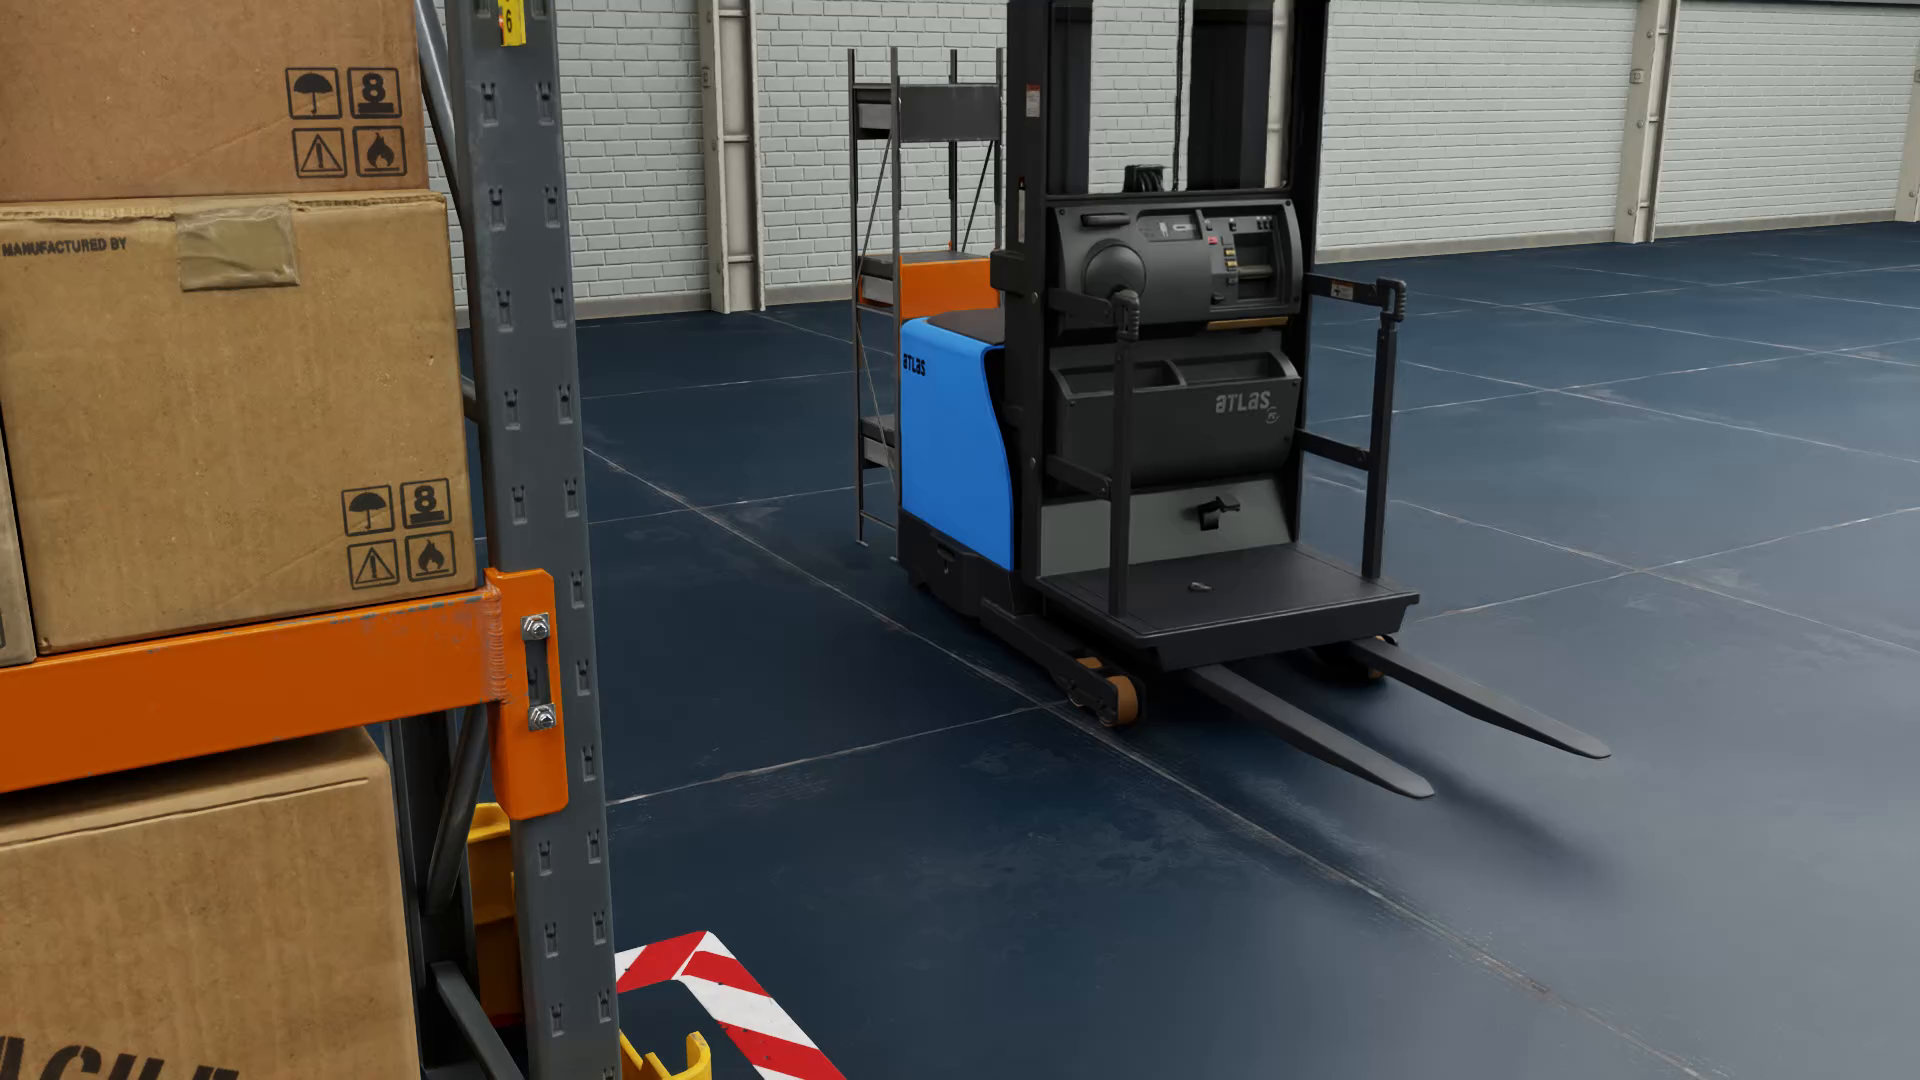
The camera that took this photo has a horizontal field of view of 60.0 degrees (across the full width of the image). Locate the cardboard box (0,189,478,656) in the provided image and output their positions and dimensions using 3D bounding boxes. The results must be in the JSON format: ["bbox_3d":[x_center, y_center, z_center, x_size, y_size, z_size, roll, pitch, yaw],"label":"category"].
[{"bbox_3d":[-1.135,-0.256,2.487,0.550,0.550,0.875,-9,18,-30],"label":"cardboard box"}]

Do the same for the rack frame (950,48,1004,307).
[{"bbox_3d":[0.067,-1.022,7.165,0.015,2.100,0.400,-9,18,-30],"label":"rack frame"}]

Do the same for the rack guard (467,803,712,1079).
[{"bbox_3d":[-0.820,0.955,3.078,0.348,0.500,1.175,-9,18,-30],"label":"rack guard"}]

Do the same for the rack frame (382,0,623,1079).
[{"bbox_3d":[-0.841,-0.246,2.729,0.127,3.000,1.000,-9,18,-30],"label":"rack frame"}]

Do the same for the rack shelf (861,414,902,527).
[{"bbox_3d":[-0.142,-0.301,7.237,0.480,0.518,0.431,-9,18,-30],"label":"rack shelf"}]

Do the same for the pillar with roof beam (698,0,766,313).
[{"bbox_3d":[0.263,-5.363,9.870,0.400,9.000,9.100,-9,18,-30],"label":"pillar with roof beam"}]

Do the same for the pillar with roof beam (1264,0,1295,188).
[{"bbox_3d":[5.406,-6.197,12.846,0.400,9.000,9.100,-9,18,-30],"label":"pillar with roof beam"}]

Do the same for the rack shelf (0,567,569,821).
[{"bbox_3d":[-2.555,0.379,1.834,4.000,0.370,1.077,-9,18,-30],"label":"rack shelf"}]

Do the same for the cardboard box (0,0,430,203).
[{"bbox_3d":[-1.179,-0.795,2.411,0.550,0.550,0.875,-9,18,-30],"label":"cardboard box"}]

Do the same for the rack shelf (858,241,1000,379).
[{"bbox_3d":[-0.142,-0.975,7.048,0.480,0.518,0.431,-9,18,-30],"label":"rack shelf"}]

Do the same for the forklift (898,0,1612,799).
[{"bbox_3d":[0.830,-0.948,5.362,1.130,2.935,3.031,-7,17,-24],"label":"forklift"}]

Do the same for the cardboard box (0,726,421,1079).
[{"bbox_3d":[-1.388,0.685,2.568,0.875,0.875,0.875,-9,18,-29],"label":"cardboard box"}]

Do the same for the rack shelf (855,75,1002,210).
[{"bbox_3d":[-0.142,-1.649,6.859,0.480,0.518,0.431,-9,18,-30],"label":"rack shelf"}]

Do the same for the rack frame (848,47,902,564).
[{"bbox_3d":[-0.351,-0.954,6.923,0.015,2.100,0.400,-9,18,-30],"label":"rack frame"}]

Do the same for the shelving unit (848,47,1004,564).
[{"bbox_3d":[-0.142,-0.988,7.044,0.503,2.100,0.431,-9,18,-30],"label":"shelving unit"}]

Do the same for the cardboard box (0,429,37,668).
[{"bbox_3d":[-1.596,-0.174,2.196,0.550,0.550,0.875,-9,18,-30],"label":"cardboard box"}]

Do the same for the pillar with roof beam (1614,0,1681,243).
[{"bbox_3d":[10.549,-7.031,15.821,0.400,9.000,9.100,-9,18,-30],"label":"pillar with roof beam"}]

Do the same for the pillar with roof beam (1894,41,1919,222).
[{"bbox_3d":[15.693,-7.865,18.796,0.400,9.000,9.100,-9,18,-30],"label":"pillar with roof beam"}]

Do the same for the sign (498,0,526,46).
[{"bbox_3d":[-0.573,-0.790,2.086,0.005,0.325,0.100,-9,18,-30],"label":"sign"}]
